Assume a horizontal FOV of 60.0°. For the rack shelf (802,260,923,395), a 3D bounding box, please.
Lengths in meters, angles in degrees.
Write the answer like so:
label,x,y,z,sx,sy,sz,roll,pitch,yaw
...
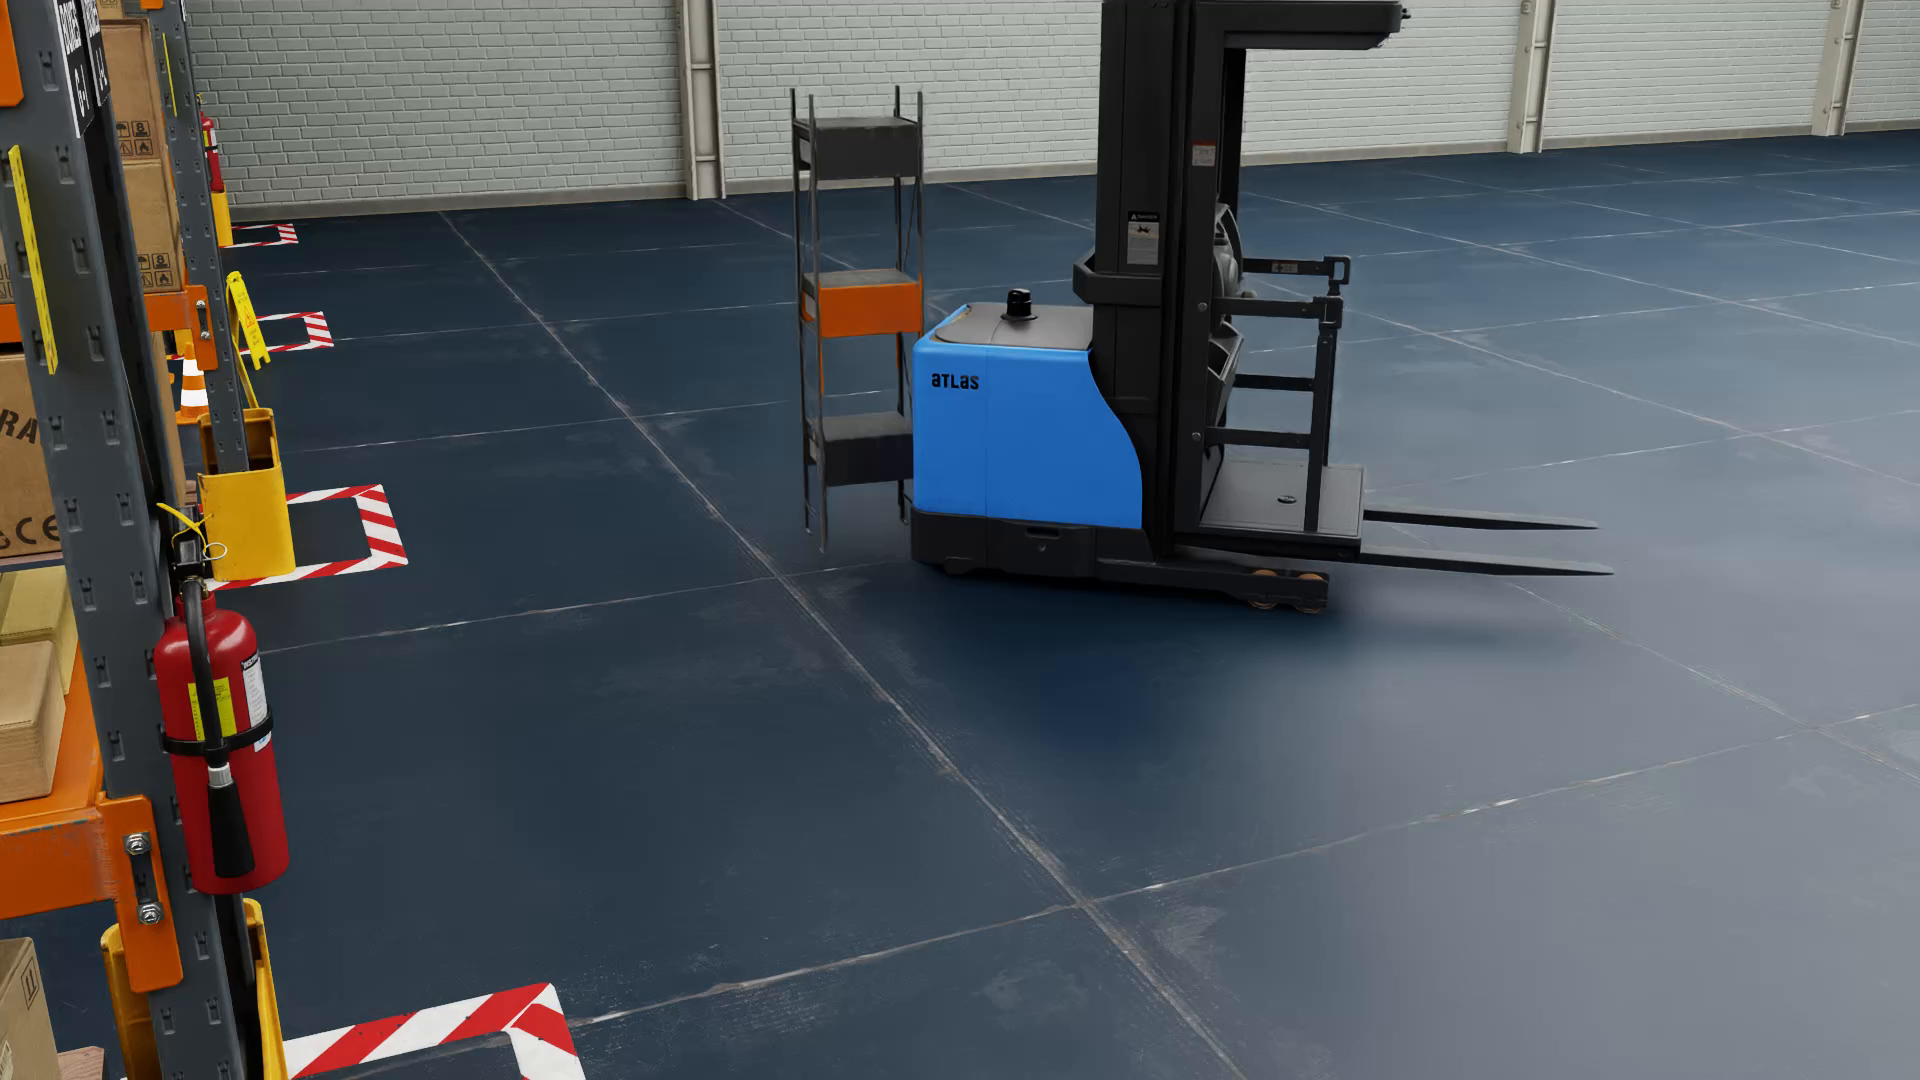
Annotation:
label,x,y,z,sx,sy,sz,roll,pitch,yaw
rack shelf,-0.463,-0.992,7.720,0.480,0.518,0.431,-6,20,-17

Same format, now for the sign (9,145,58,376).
label,x,y,z,sx,sy,sz,roll,pitch,yaw
sign,-1.368,-0.412,2.457,0.005,0.325,0.100,-8,21,-22

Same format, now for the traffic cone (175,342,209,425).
label,x,y,z,sx,sy,sz,roll,pitch,yaw
traffic cone,-4.626,-0.971,10.082,0.334,0.463,0.336,-8,21,-22

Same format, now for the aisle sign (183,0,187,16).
label,x,y,z,sx,sy,sz,roll,pitch,yaw
aisle sign,-3.495,-2.742,7.378,0.004,0.787,0.394,-8,21,-22

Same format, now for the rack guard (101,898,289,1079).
label,x,y,z,sx,sy,sz,roll,pitch,yaw
rack guard,-1.639,1.300,3.576,0.348,0.500,1.175,-8,21,-22

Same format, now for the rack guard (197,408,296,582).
label,x,y,z,sx,sy,sz,roll,pitch,yaw
rack guard,-3.419,-0.239,7.947,0.348,0.500,1.175,-8,21,-22

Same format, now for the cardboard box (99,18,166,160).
label,x,y,z,sx,sy,sz,roll,pitch,yaw
cardboard box,-3.797,-1.958,7.214,0.550,0.550,0.875,-8,21,-22

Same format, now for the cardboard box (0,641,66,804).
label,x,y,z,sx,sy,sz,roll,pitch,yaw
cardboard box,-1.749,0.330,2.946,0.250,0.149,0.380,-8,21,-22

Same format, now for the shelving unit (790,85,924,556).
label,x,y,z,sx,sy,sz,roll,pitch,yaw
shelving unit,-0.463,-1.005,7.716,0.503,2.100,0.431,-6,20,-17

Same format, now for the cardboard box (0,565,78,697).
label,x,y,z,sx,sy,sz,roll,pitch,yaw
cardboard box,-1.925,0.195,3.331,0.250,0.149,0.380,-8,21,-22

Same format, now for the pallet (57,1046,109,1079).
label,x,y,z,sx,sy,sz,roll,pitch,yaw
pallet,-2.399,1.533,3.351,1.213,0.211,1.003,-8,21,-22

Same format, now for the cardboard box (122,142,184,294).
label,x,y,z,sx,sy,sz,roll,pitch,yaw
cardboard box,-3.764,-1.423,7.320,0.550,0.550,0.875,-8,21,-22

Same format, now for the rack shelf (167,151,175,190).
label,x,y,z,sx,sy,sz,roll,pitch,yaw
rack shelf,-7.331,-2.308,11.145,4.000,0.370,1.077,-8,21,-22

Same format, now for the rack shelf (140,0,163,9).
label,x,y,z,sx,sy,sz,roll,pitch,yaw
rack shelf,-5.277,-2.227,6.397,4.000,0.370,1.077,-8,21,-22

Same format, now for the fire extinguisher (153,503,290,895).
label,x,y,z,sx,sy,sz,roll,pitch,yaw
fire extinguisher,-1.281,0.273,2.846,0.183,0.674,0.296,-8,21,-22

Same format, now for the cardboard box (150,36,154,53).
label,x,y,z,sx,sy,sz,roll,pitch,yaw
cardboard box,-7.671,-4.646,15.574,0.250,0.149,0.380,-8,21,-21

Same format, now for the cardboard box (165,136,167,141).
label,x,y,z,sx,sy,sz,roll,pitch,yaw
cardboard box,-7.980,-3.791,16.275,0.500,0.250,0.500,-8,21,-23

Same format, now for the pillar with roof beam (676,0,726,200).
label,x,y,z,sx,sy,sz,roll,pitch,yaw
pillar with roof beam,-1.246,-6.913,14.107,0.400,9.000,9.100,-8,21,-22

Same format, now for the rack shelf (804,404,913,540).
label,x,y,z,sx,sy,sz,roll,pitch,yaw
rack shelf,-0.463,-0.332,7.953,0.480,0.518,0.431,-6,20,-17

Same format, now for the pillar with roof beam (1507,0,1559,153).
label,x,y,z,sx,sy,sz,roll,pitch,yaw
pillar with roof beam,9.773,-8.492,18.591,0.400,9.000,9.100,-8,21,-22

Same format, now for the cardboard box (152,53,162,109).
label,x,y,z,sx,sy,sz,roll,pitch,yaw
cardboard box,-7.812,-4.326,15.642,0.500,0.500,0.500,-9,21,-23

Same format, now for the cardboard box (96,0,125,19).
label,x,y,z,sx,sy,sz,roll,pitch,yaw
cardboard box,-5.877,-3.436,11.161,0.500,0.500,0.700,-9,21,-23

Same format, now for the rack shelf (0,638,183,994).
label,x,y,z,sx,sy,sz,roll,pitch,yaw
rack shelf,-3.405,0.714,2.562,4.000,0.370,1.077,-8,21,-22

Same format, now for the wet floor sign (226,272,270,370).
label,x,y,z,sx,sy,sz,roll,pitch,yaw
wet floor sign,-4.896,-1.499,11.308,0.232,0.644,0.267,-1,19,-3

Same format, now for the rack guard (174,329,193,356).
label,x,y,z,sx,sy,sz,roll,pitch,yaw
rack guard,-5.564,-1.722,12.159,0.348,0.500,1.175,-8,21,-22

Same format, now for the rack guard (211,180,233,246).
label,x,y,z,sx,sy,sz,roll,pitch,yaw
rack guard,-7.442,-3.248,16.494,0.348,0.500,1.175,-8,21,-22

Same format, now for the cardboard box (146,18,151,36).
label,x,y,z,sx,sy,sz,roll,pitch,yaw
cardboard box,-7.709,-4.806,15.580,0.250,0.149,0.380,-8,21,-22

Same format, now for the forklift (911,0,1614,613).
label,x,y,z,sx,sy,sz,roll,pitch,yaw
forklift,1.351,-1.264,7.198,3.031,2.935,1.130,5,20,13

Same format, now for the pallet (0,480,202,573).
label,x,y,z,sx,sy,sz,roll,pitch,yaw
pallet,-4.144,0.030,7.620,1.213,0.211,1.003,-8,21,-22

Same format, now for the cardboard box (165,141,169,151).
label,x,y,z,sx,sy,sz,roll,pitch,yaw
cardboard box,-7.763,-3.641,15.849,0.500,0.250,0.500,-7,21,-20

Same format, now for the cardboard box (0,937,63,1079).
label,x,y,z,sx,sy,sz,roll,pitch,yaw
cardboard box,-2.149,1.169,3.316,0.500,0.500,0.500,-4,20,-12

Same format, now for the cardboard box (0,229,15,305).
label,x,y,z,sx,sy,sz,roll,pitch,yaw
cardboard box,-4.260,-1.344,7.096,0.550,0.550,0.875,-8,21,-22

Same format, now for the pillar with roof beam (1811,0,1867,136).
label,x,y,z,sx,sy,sz,roll,pitch,yaw
pillar with roof beam,15.282,-9.281,20.833,0.400,9.000,9.100,-8,21,-22

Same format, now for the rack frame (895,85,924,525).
label,x,y,z,sx,sy,sz,roll,pitch,yaw
rack frame,-0.231,-1.030,7.787,0.015,2.100,0.400,-6,20,-17

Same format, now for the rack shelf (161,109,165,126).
label,x,y,z,sx,sy,sz,roll,pitch,yaw
rack shelf,-9.300,-3.822,15.442,4.000,0.370,1.077,-8,21,-22

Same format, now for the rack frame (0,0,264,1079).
label,x,y,z,sx,sy,sz,roll,pitch,yaw
rack frame,-1.570,0.110,3.192,0.053,2.616,0.949,-8,21,-22

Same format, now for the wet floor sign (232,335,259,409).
label,x,y,z,sx,sy,sz,roll,pitch,yaw
wet floor sign,-4.199,-0.912,9.640,0.232,0.644,0.267,-12,23,-31

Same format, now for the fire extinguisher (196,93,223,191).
label,x,y,z,sx,sy,sz,roll,pitch,yaw
fire extinguisher,-5.207,-2.749,11.429,0.183,0.674,0.296,-8,21,-22

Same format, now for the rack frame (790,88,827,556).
label,x,y,z,sx,sy,sz,roll,pitch,yaw
rack frame,-0.695,-0.980,7.644,0.015,2.100,0.400,-6,20,-17

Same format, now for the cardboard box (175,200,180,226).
label,x,y,z,sx,sy,sz,roll,pitch,yaw
cardboard box,-7.770,-3.167,16.008,0.500,0.250,0.500,-8,21,-22

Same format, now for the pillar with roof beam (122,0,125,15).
label,x,y,z,sx,sy,sz,roll,pitch,yaw
pillar with roof beam,-6.755,-6.124,11.866,0.400,9.000,9.100,-8,21,-22

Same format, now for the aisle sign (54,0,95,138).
label,x,y,z,sx,sy,sz,roll,pitch,yaw
aisle sign,-1.393,-1.032,2.521,0.004,0.787,0.394,-8,21,-22

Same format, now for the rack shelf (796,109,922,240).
label,x,y,z,sx,sy,sz,roll,pitch,yaw
rack shelf,-0.463,-1.653,7.488,0.480,0.518,0.431,-6,20,-17

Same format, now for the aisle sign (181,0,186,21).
label,x,y,z,sx,sy,sz,roll,pitch,yaw
aisle sign,-3.257,-2.559,6.858,0.004,0.787,0.394,-8,21,-22

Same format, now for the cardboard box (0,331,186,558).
label,x,y,z,sx,sy,sz,roll,pitch,yaw
cardboard box,-4.037,-0.501,7.496,0.875,0.875,0.875,-8,21,-22

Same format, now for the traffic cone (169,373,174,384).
label,x,y,z,sx,sy,sz,roll,pitch,yaw
traffic cone,-5.378,-1.264,10.916,0.334,0.463,0.336,-8,21,-22

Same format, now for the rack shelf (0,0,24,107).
label,x,y,z,sx,sy,sz,roll,pitch,yaw
rack shelf,-3.405,-0.701,2.064,4.000,0.370,1.077,-8,21,-22

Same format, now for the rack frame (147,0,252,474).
label,x,y,z,sx,sy,sz,roll,pitch,yaw
rack frame,-3.441,-1.415,7.523,0.127,3.000,1.000,-8,21,-22

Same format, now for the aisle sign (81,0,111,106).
label,x,y,z,sx,sy,sz,roll,pitch,yaw
aisle sign,-1.631,-1.215,3.041,0.004,0.787,0.394,-8,21,-22

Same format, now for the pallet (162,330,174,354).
label,x,y,z,sx,sy,sz,roll,pitch,yaw
pallet,-6.324,-1.489,11.934,1.213,0.211,1.003,-8,21,-22

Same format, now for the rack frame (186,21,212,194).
label,x,y,z,sx,sy,sz,roll,pitch,yaw
rack frame,-7.464,-4.424,16.070,0.127,3.000,1.000,-8,21,-22

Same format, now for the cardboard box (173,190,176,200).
label,x,y,z,sx,sy,sz,roll,pitch,yaw
cardboard box,-7.787,-3.402,15.921,0.500,0.250,0.500,-8,21,-23

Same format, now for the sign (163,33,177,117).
label,x,y,z,sx,sy,sz,roll,pitch,yaw
sign,-3.239,-1.905,6.816,0.005,0.325,0.100,-8,21,-22

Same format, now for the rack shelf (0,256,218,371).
label,x,y,z,sx,sy,sz,roll,pitch,yaw
rack shelf,-5.277,-0.812,6.895,4.000,0.370,1.077,-8,21,-22

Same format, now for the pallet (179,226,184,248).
label,x,y,z,sx,sy,sz,roll,pitch,yaw
pallet,-8.150,-2.995,16.211,1.213,0.211,1.003,-8,21,-22
